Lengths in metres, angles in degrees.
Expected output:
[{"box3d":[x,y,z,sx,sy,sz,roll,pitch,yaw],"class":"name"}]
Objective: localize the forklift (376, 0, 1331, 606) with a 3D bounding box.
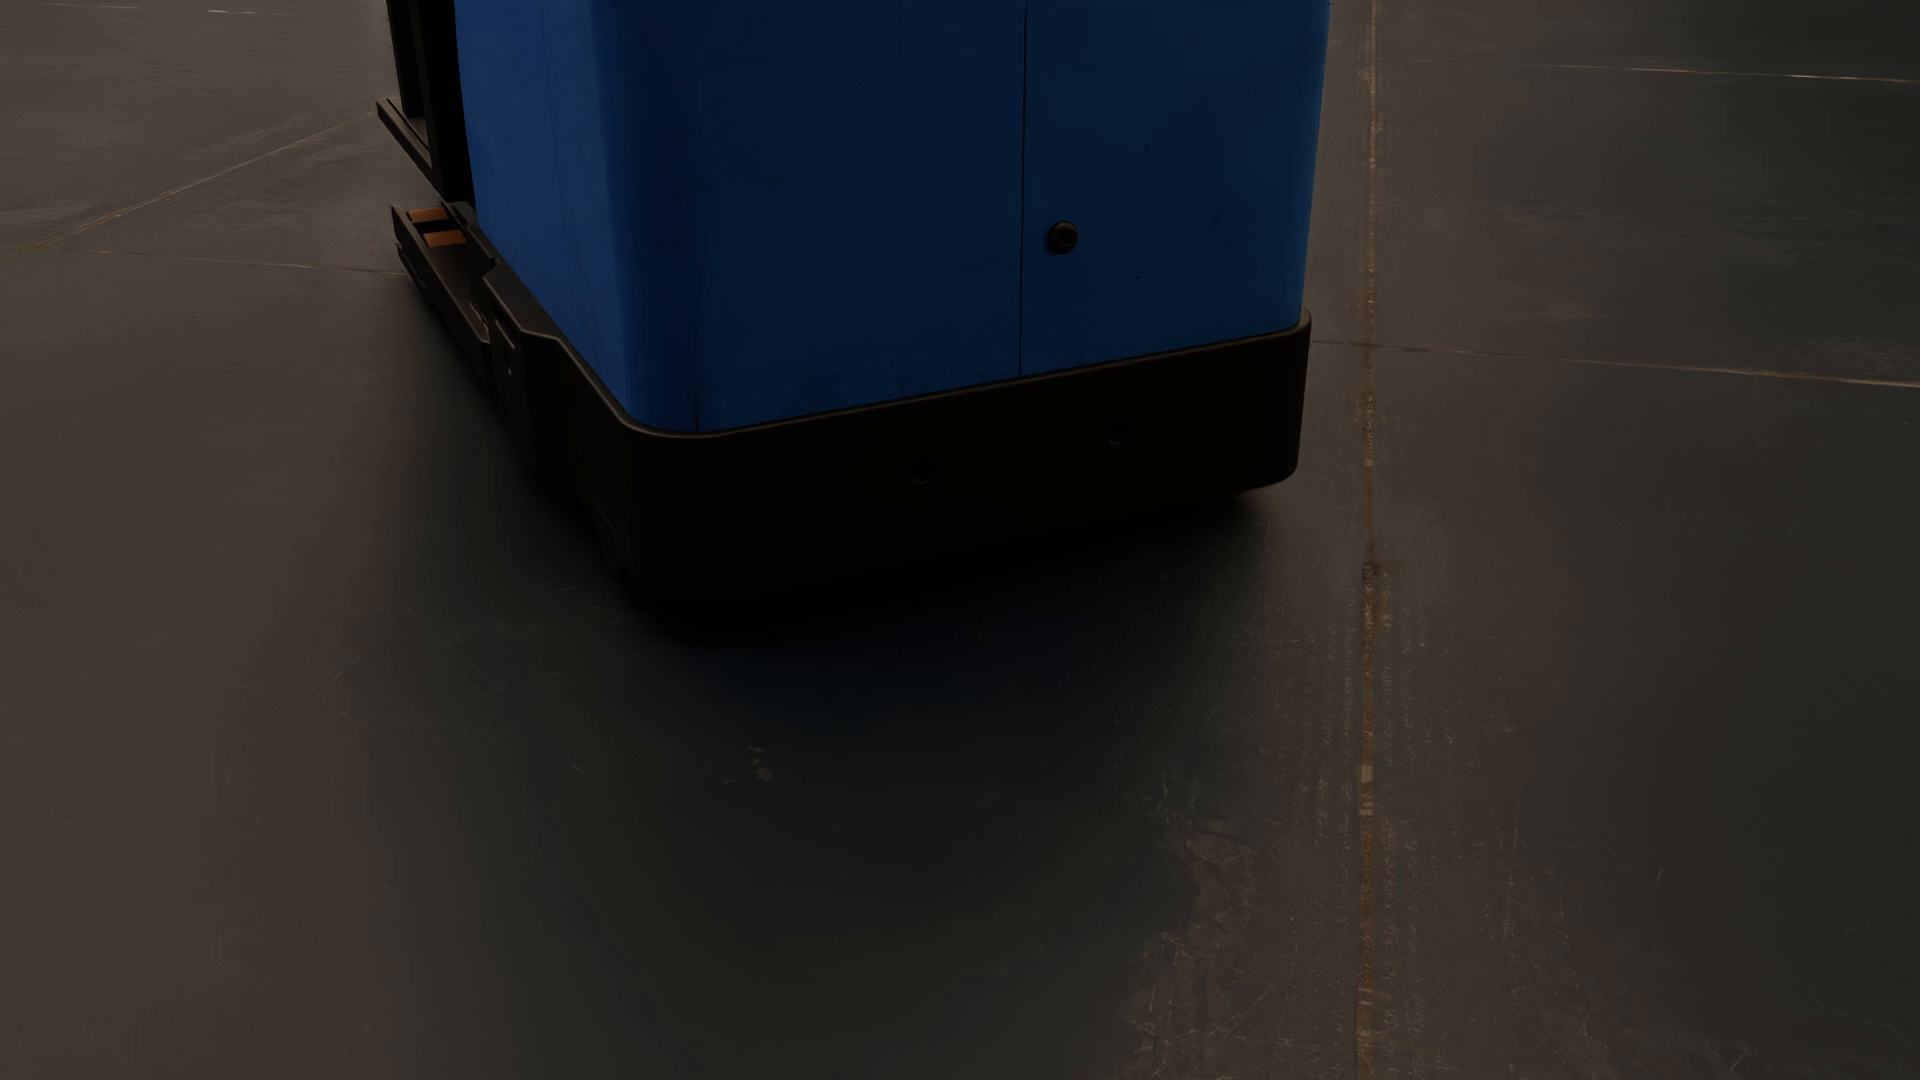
[{"box3d":[-0.571,-1.858,2.929,1.130,2.935,3.031,-12,29,-23],"class":"forklift"}]
